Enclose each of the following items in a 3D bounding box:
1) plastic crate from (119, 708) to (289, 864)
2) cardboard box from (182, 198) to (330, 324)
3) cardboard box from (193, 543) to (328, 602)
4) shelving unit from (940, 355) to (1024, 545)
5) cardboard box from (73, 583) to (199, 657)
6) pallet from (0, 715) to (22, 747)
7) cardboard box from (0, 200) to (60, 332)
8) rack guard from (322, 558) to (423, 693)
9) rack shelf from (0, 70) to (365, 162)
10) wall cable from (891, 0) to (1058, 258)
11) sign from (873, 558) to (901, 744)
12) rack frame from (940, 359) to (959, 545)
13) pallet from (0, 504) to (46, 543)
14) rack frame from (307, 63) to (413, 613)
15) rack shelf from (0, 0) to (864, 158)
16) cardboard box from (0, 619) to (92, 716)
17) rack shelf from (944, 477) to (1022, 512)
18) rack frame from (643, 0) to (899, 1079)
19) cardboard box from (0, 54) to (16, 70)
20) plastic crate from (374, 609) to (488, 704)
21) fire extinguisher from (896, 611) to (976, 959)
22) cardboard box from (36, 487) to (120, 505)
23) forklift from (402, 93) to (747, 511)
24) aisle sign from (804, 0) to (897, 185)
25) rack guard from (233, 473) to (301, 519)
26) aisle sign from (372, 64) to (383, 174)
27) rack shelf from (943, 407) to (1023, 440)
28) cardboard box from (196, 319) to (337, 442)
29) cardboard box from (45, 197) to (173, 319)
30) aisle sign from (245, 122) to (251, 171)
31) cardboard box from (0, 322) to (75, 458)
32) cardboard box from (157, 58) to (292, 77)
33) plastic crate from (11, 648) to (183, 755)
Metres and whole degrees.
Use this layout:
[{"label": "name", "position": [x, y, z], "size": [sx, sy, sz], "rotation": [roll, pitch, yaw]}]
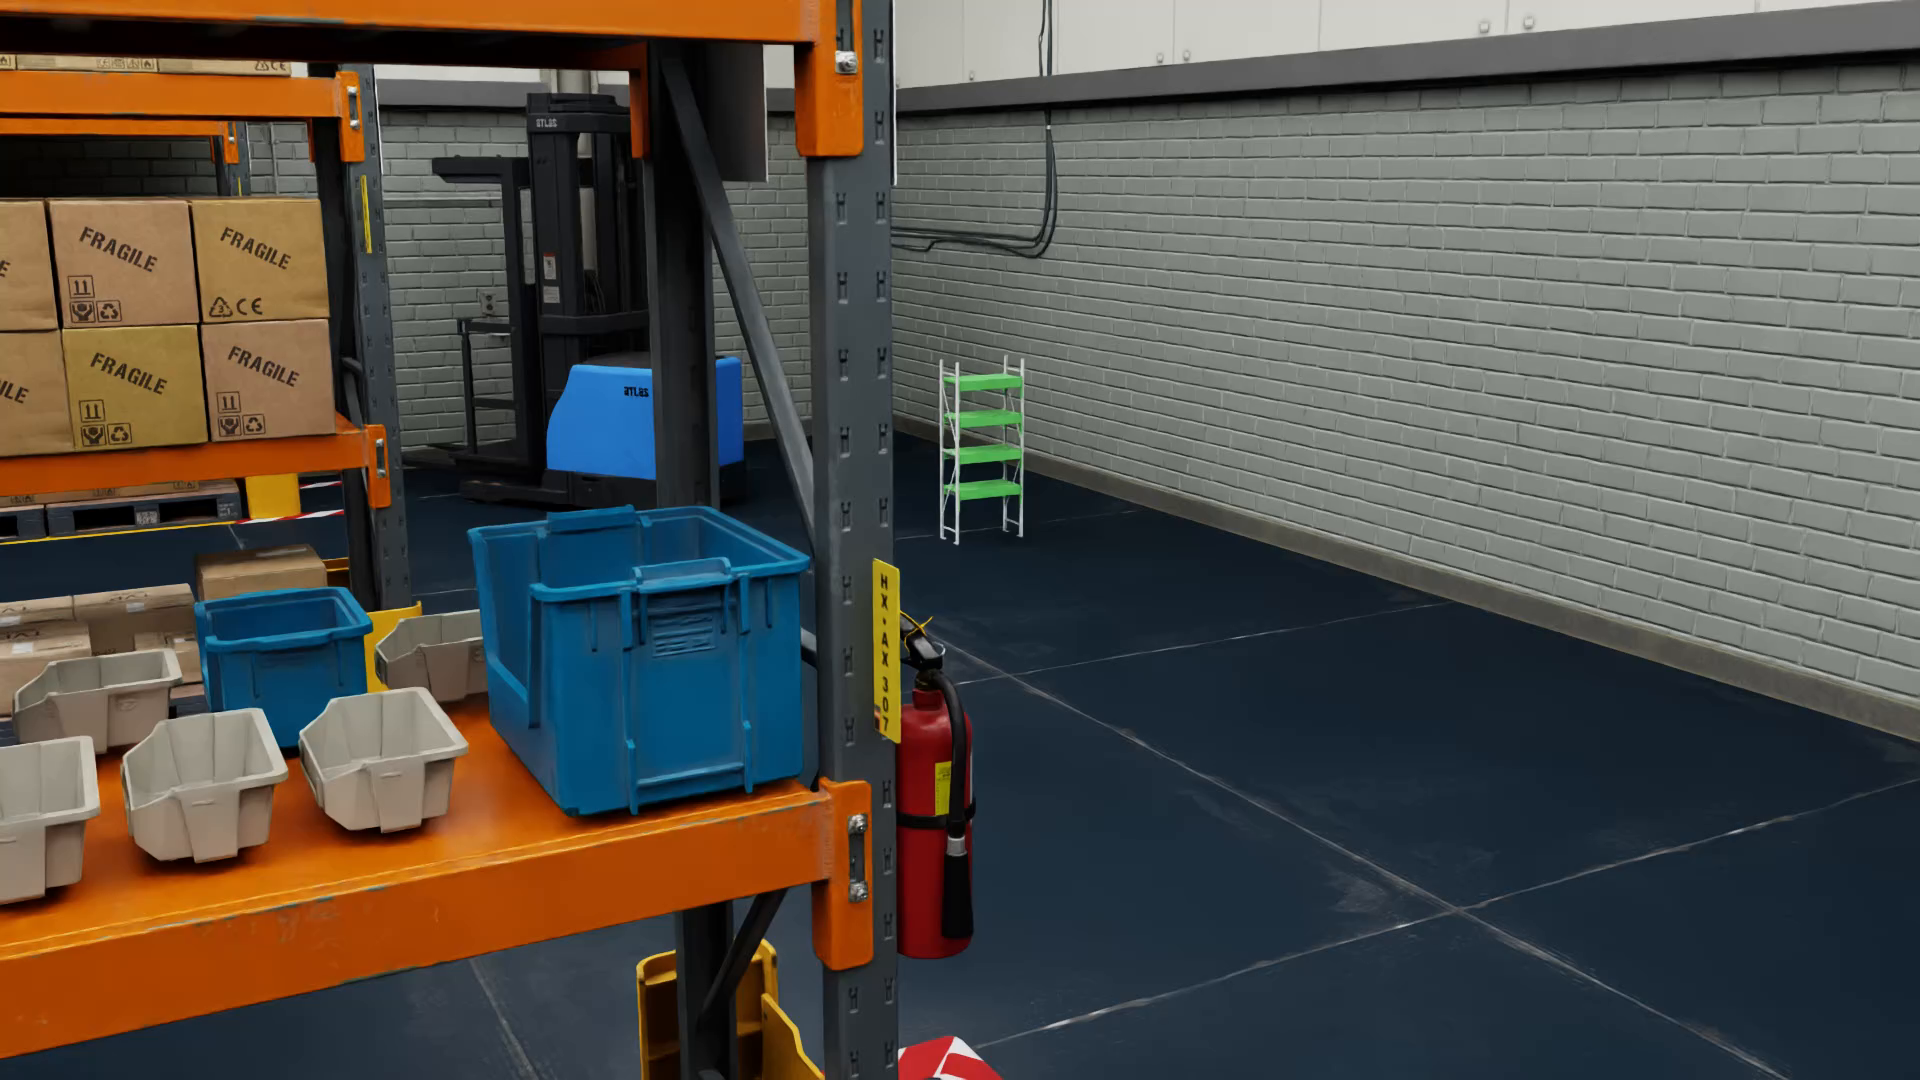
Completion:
[{"label": "plastic crate", "position": [-1.301, 0.424, 2.857], "size": [0.243, 0.136, 0.396], "rotation": [-7, 14, -28]}, {"label": "cardboard box", "position": [-3.040, -1.215, 7.173], "size": [0.500, 0.500, 0.500], "rotation": [-7, 14, -28]}, {"label": "cardboard box", "position": [-3.140, 0.331, 7.498], "size": [0.500, 0.500, 0.500], "rotation": [-7, 14, -28]}, {"label": "shelving unit", "position": [0.145, -0.603, 11.055], "size": [0.503, 1.200, 0.258], "rotation": [-7, 14, -28]}, {"label": "cardboard box", "position": [-3.833, 0.403, 7.746], "size": [0.500, 0.250, 0.500], "rotation": [-7, 14, -28]}, {"label": "pallet", "position": [-4.616, 0.801, 7.068], "size": [1.213, 0.211, 1.003], "rotation": [-7, 14, -28]}, {"label": "cardboard box", "position": [-3.935, -1.107, 6.690], "size": [0.500, 0.500, 0.500], "rotation": [-6, 14, -26]}, {"label": "rack guard", "position": [-2.847, 0.449, 7.976], "size": [0.348, 0.500, 1.175], "rotation": [-7, 14, -28]}, {"label": "rack shelf", "position": [-4.536, -1.681, 6.552], "size": [4.000, 0.370, 1.077], "rotation": [-7, 14, -28]}, {"label": "wall cable", "position": [-0.022, -3.671, 13.997], "size": [0.112, 2.526, 3.097], "rotation": [-7, 14, -28]}, {"label": "sign", "position": [-0.133, 0.201, 3.012], "size": [0.005, 0.325, 0.100], "rotation": [-7, 14, -28]}, {"label": "rack frame", "position": [-0.069, -0.577, 10.941], "size": [0.015, 1.200, 0.240], "rotation": [-7, 14, -28]}, {"label": "pallet", "position": [-6.891, -0.146, 11.276], "size": [1.213, 0.211, 1.003], "rotation": [-7, 14, -28]}, {"label": "rack frame", "position": [-2.781, -0.779, 7.737], "size": [0.127, 3.000, 1.000], "rotation": [-7, 14, -28]}, {"label": "rack shelf", "position": [-2.166, -0.726, 2.308], "size": [4.000, 0.370, 1.077], "rotation": [-7, 14, -28]}, {"label": "cardboard box", "position": [-3.988, 0.547, 7.107], "size": [0.500, 0.250, 0.500], "rotation": [-7, 14, -28]}, {"label": "rack shelf", "position": [0.145, -0.306, 11.122], "size": [0.480, 0.148, 0.258], "rotation": [-7, 14, -28]}, {"label": "rack frame", "position": [-0.409, 0.177, 3.491], "size": [0.053, 2.616, 0.949], "rotation": [-7, 14, -28]}, {"label": "cardboard box", "position": [-3.982, -1.958, 6.489], "size": [0.500, 0.250, 0.500], "rotation": [-7, 14, -28]}, {"label": "plastic crate", "position": [-1.106, 0.256, 3.604], "size": [0.298, 0.136, 0.250], "rotation": [-7, 14, -28]}, {"label": "fire extinguisher", "position": [-0.060, 0.468, 3.225], "size": [0.183, 0.674, 0.296], "rotation": [-7, 14, -28]}, {"label": "cardboard box", "position": [-6.163, -0.573, 11.559], "size": [0.500, 0.500, 0.700], "rotation": [-7, 14, -28]}, {"label": "forklift", "position": [-3.138, -1.784, 12.362], "size": [3.031, 2.935, 1.130], "rotation": [6, 14, 27]}, {"label": "aisle sign", "position": [-0.207, -1.043, 2.991], "size": [0.004, 0.787, 0.394], "rotation": [-7, 14, -28]}, {"label": "rack guard", "position": [-5.136, -0.516, 12.263], "size": [0.348, 0.500, 1.175], "rotation": [-7, 14, -28]}, {"label": "aisle sign", "position": [-2.574, -1.995, 7.221], "size": [0.004, 0.787, 0.394], "rotation": [-7, 14, -28]}, {"label": "rack shelf", "position": [0.145, -0.775, 11.016], "size": [0.480, 0.148, 0.258], "rotation": [-7, 14, -28]}, {"label": "cardboard box", "position": [-3.043, -0.728, 7.284], "size": [0.500, 0.500, 0.500], "rotation": [-6, 14, -26]}, {"label": "cardboard box", "position": [-3.752, -1.263, 7.384], "size": [0.500, 0.500, 0.500], "rotation": [-7, 14, -27]}, {"label": "aisle sign", "position": [-4.951, -2.951, 11.469], "size": [0.004, 0.787, 0.394], "rotation": [-7, 14, -28]}, {"label": "cardboard box", "position": [-3.938, -0.621, 6.810], "size": [0.500, 0.500, 0.500], "rotation": [-7, 14, -27]}, {"label": "cardboard box", "position": [-3.105, -2.064, 6.958], "size": [0.500, 0.250, 0.500], "rotation": [-7, 14, -28]}, {"label": "plastic crate", "position": [-1.702, 0.327, 3.286], "size": [0.298, 0.136, 0.250], "rotation": [-7, 14, -28]}]
